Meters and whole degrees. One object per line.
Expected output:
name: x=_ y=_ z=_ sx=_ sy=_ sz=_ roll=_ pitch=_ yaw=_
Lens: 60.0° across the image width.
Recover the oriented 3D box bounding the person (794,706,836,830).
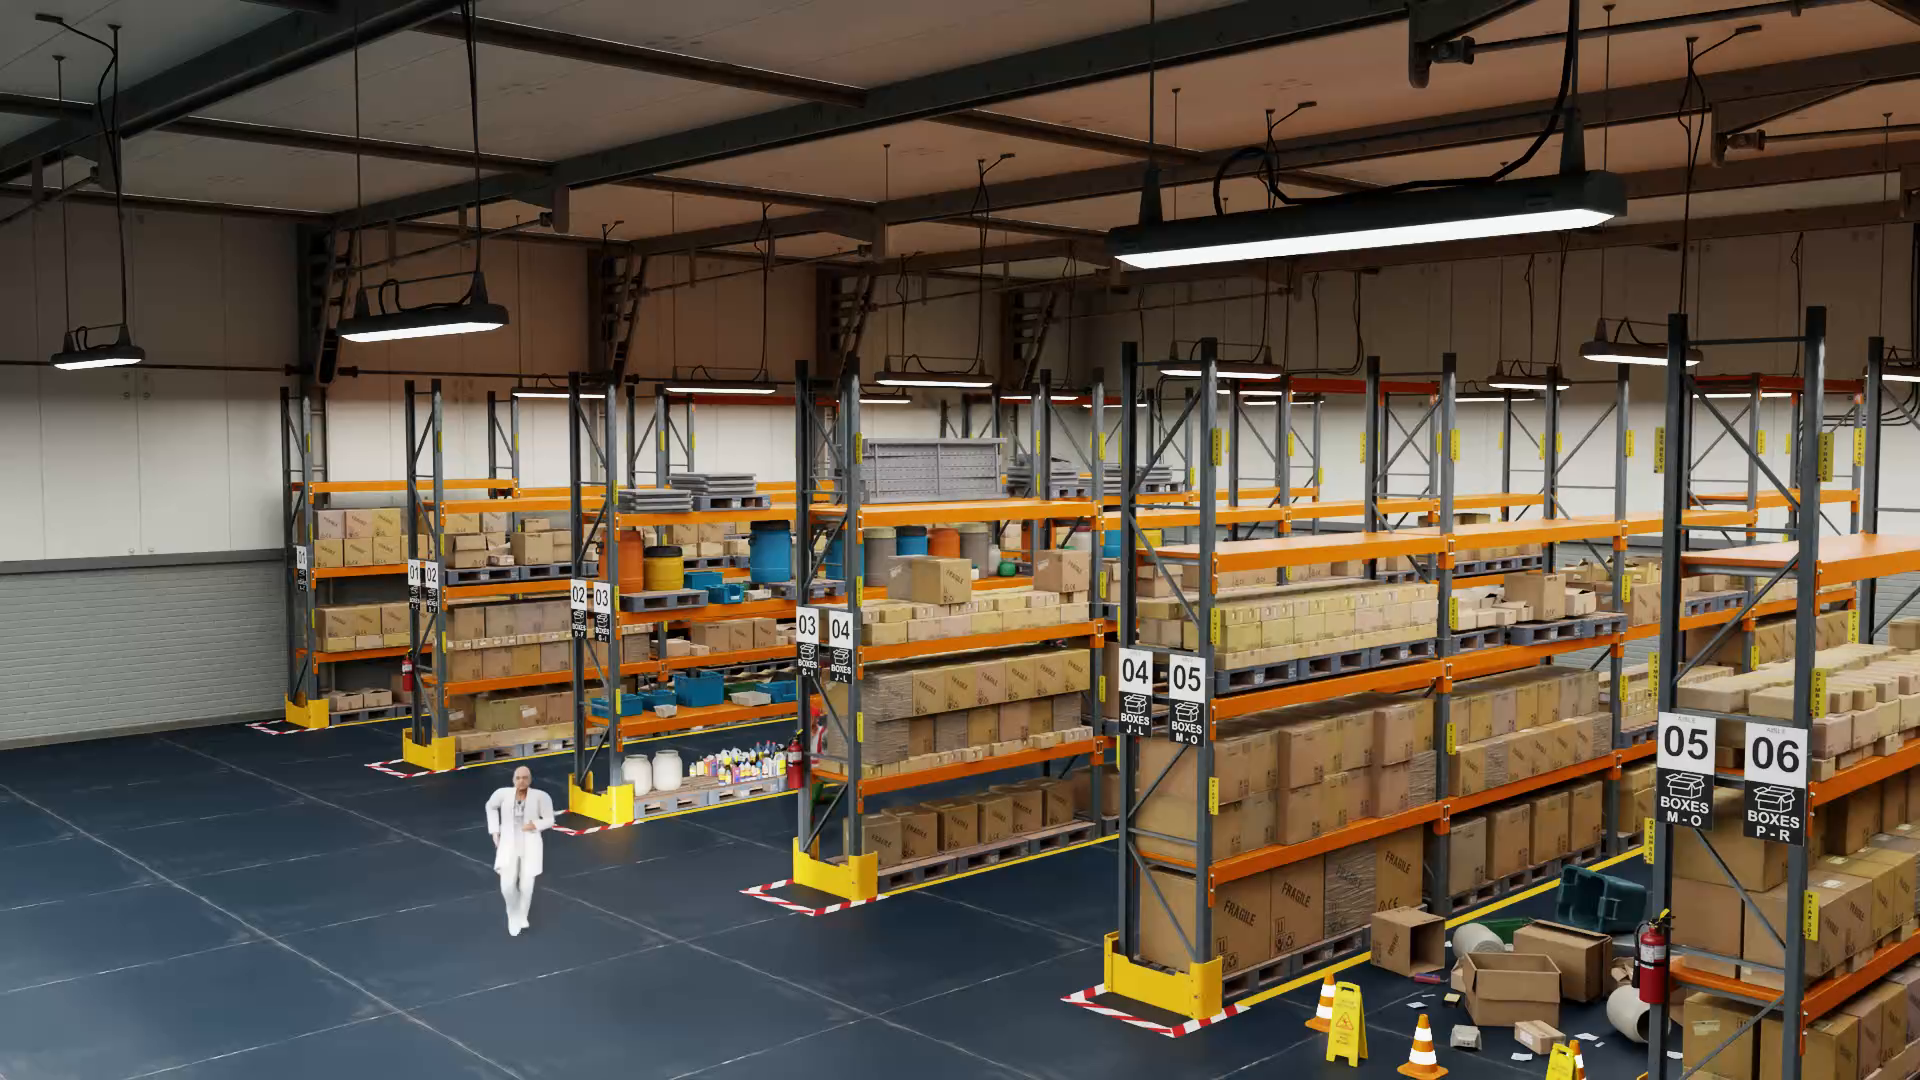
person: x=-1.813 y=2.958 z=21.184 sx=0.662 sy=1.759 sz=0.895 roll=2 pitch=4 yaw=28

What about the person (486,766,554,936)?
person: x=-4.520 y=3.194 z=17.096 sx=0.691 sy=1.762 sz=0.799 roll=-1 pitch=4 yaw=-12

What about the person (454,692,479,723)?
person: x=-8.408 y=2.540 z=28.327 sx=0.693 sy=1.674 sz=0.682 roll=2 pitch=4 yaw=33
